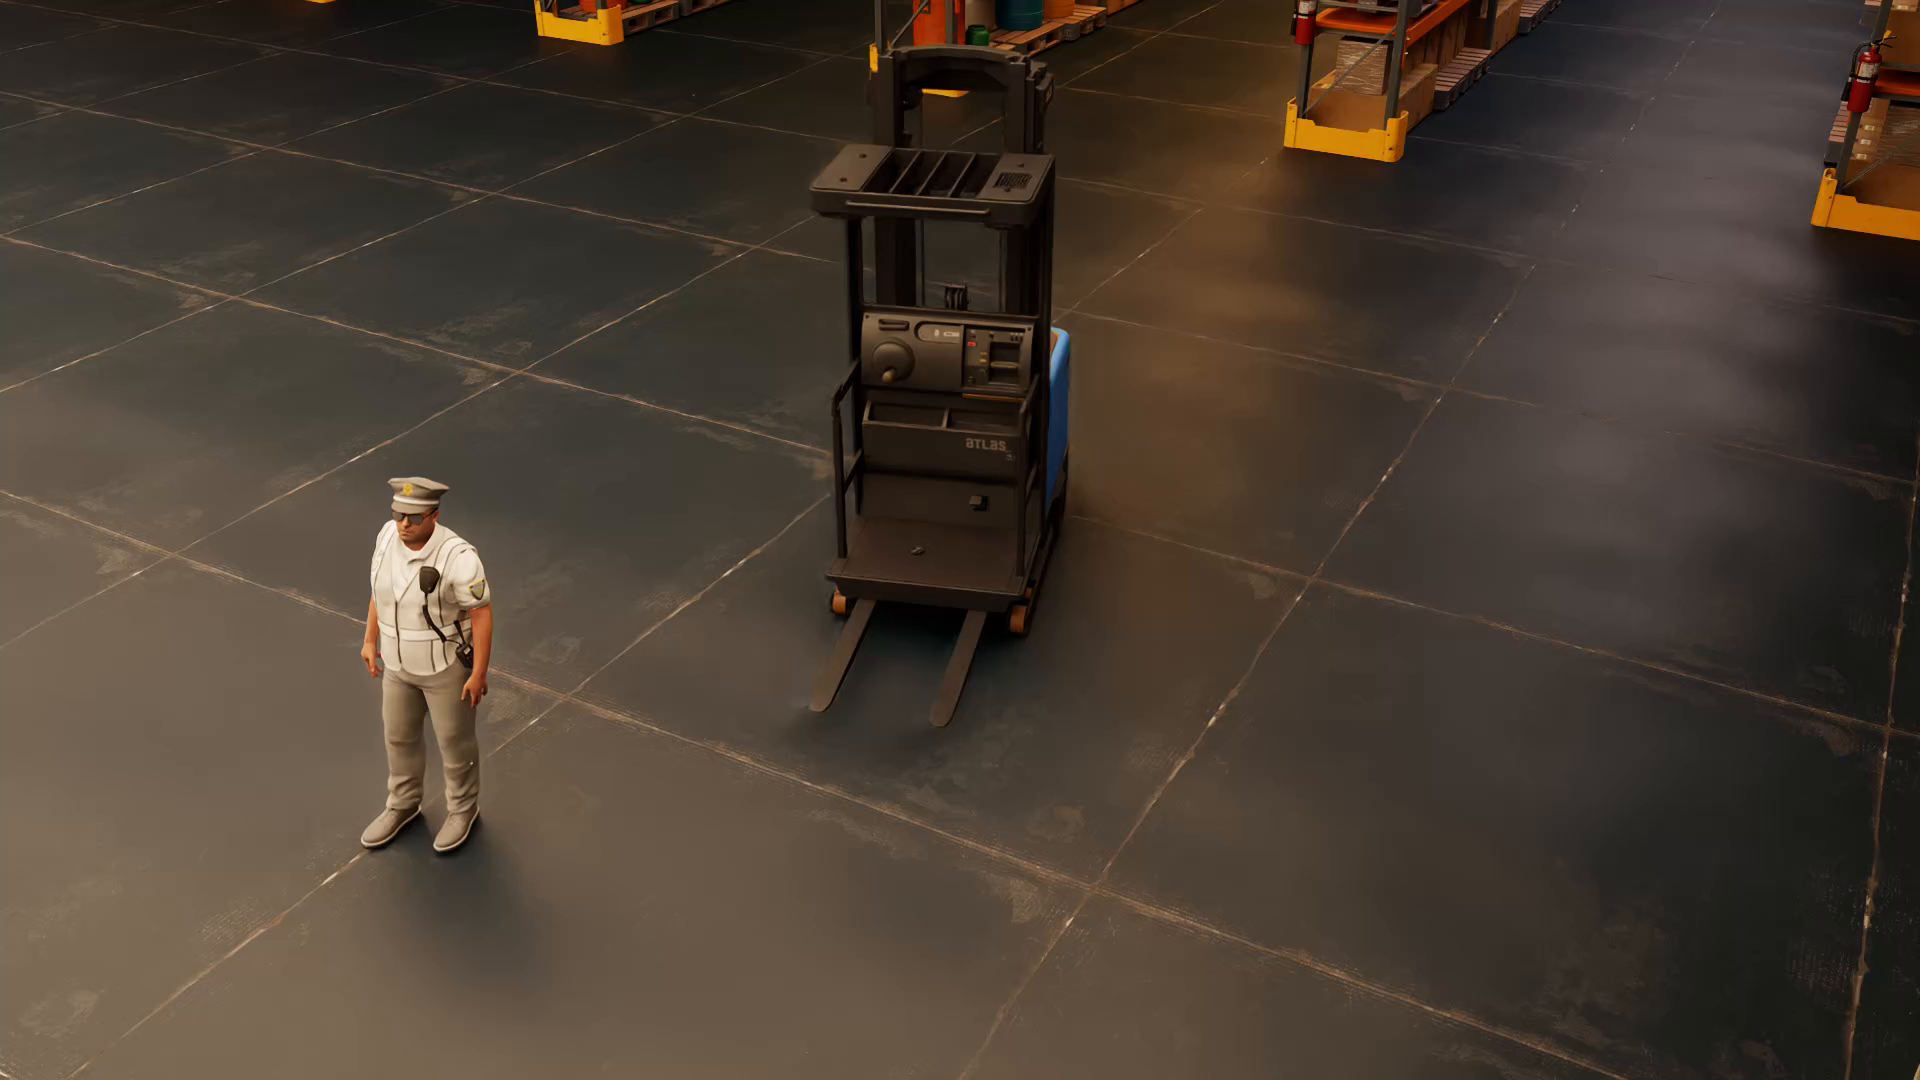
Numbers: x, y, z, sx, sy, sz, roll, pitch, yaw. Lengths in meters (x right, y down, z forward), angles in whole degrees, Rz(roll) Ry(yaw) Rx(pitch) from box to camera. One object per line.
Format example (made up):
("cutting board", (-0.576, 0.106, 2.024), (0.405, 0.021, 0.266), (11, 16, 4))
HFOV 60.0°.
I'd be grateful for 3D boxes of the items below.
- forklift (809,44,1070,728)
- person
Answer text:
("forklift", (-0.110, -0.952, 8.721), (1.130, 2.935, 3.031), (6, 30, 10))
("person", (-2.362, 0.550, 7.258), (0.629, 1.785, 0.564), (11, 32, 18))
